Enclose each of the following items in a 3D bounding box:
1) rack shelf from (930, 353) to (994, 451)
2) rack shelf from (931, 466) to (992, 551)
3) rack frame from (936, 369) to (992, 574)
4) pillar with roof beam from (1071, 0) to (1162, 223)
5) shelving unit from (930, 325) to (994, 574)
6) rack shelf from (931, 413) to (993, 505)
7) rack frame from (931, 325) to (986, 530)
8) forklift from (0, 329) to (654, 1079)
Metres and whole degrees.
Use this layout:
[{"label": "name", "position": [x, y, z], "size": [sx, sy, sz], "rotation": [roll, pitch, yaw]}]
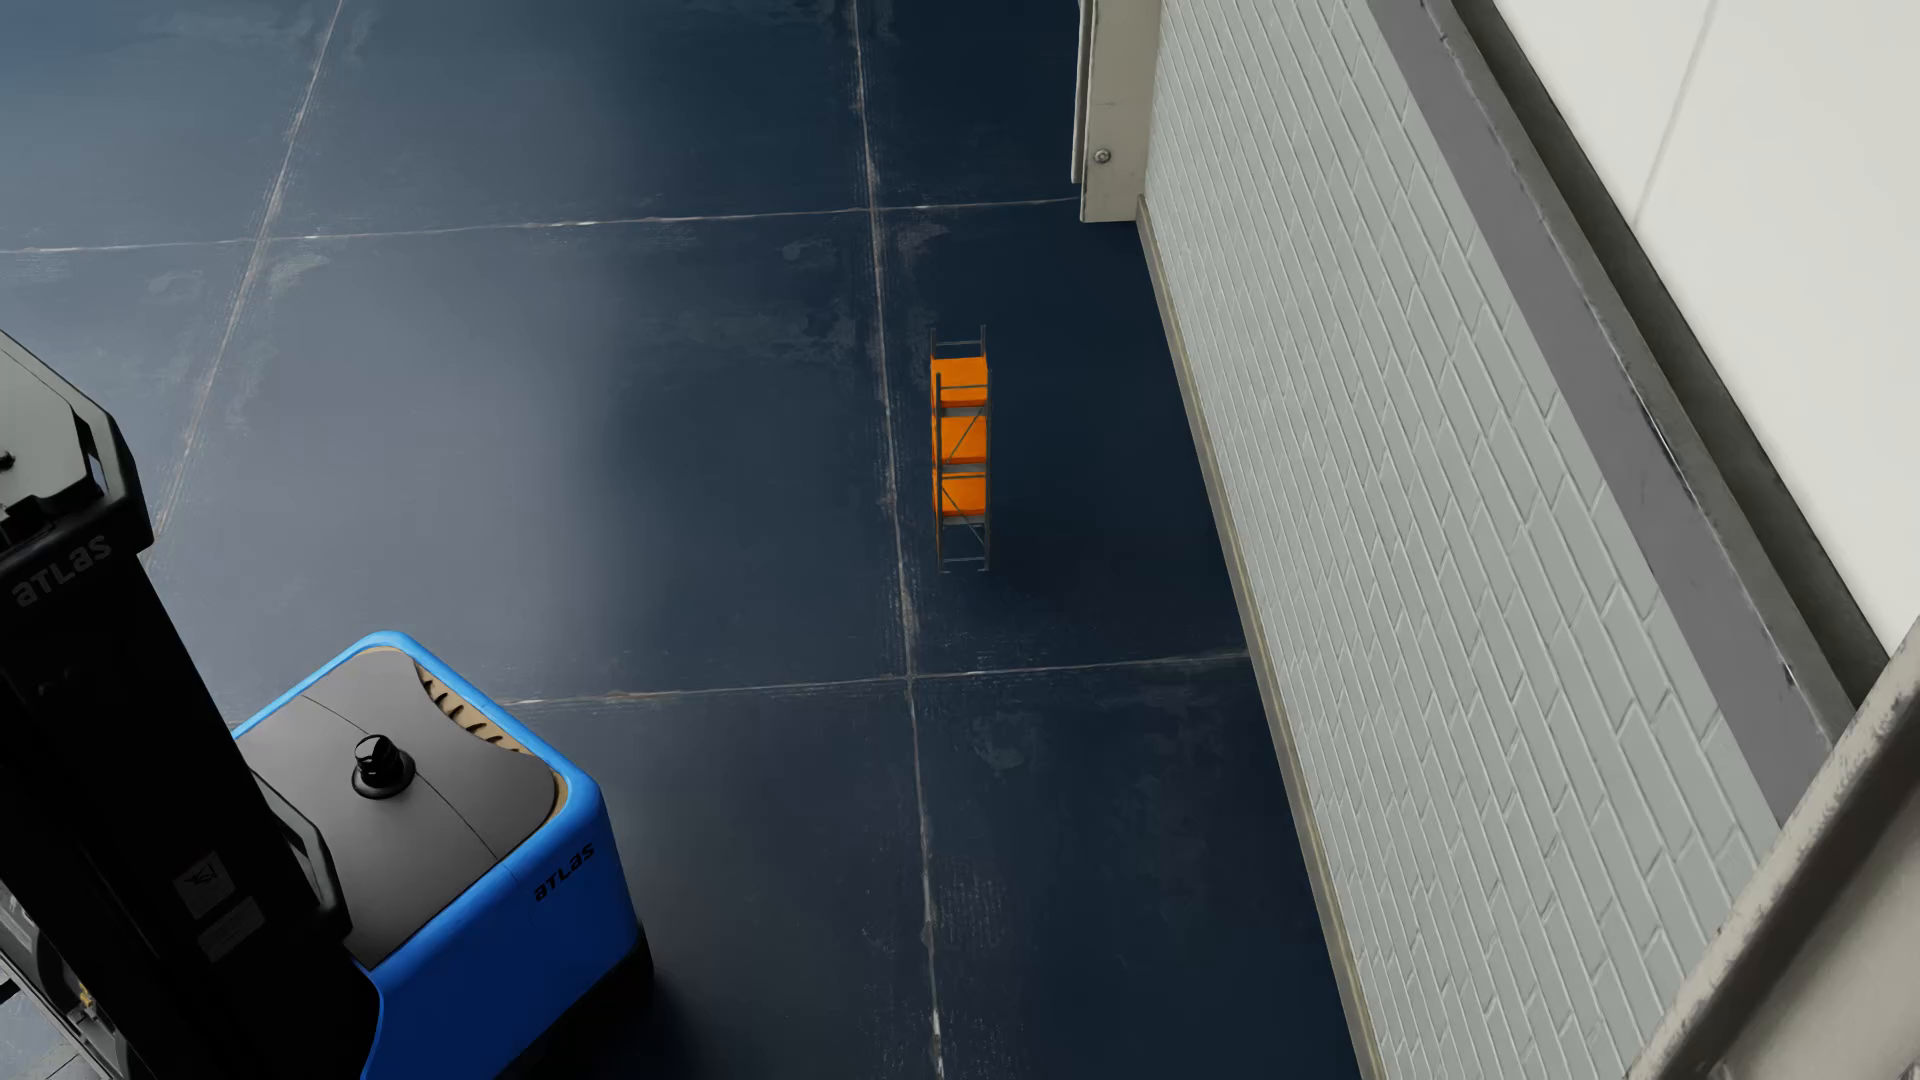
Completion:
[{"label": "rack shelf", "position": [0.004, -0.510, 6.134], "size": [0.215, 0.259, 0.240], "rotation": [-3, 47, -3]}, {"label": "rack shelf", "position": [0.004, -0.124, 6.542], "size": [0.215, 0.259, 0.240], "rotation": [-3, 47, -3]}, {"label": "rack frame", "position": [0.015, -0.234, 6.249], "size": [0.200, 1.050, 0.008], "rotation": [-3, 47, -3]}, {"label": "pillar with roof beam", "position": [-3.552, -4.558, 4.869], "size": [9.100, 9.000, 0.400], "rotation": [-3, 47, -3]}, {"label": "shelving unit", "position": [0.004, -0.322, 6.332], "size": [0.215, 1.050, 0.252], "rotation": [-3, 47, -3]}, {"label": "rack shelf", "position": [0.004, -0.315, 6.340], "size": [0.215, 0.259, 0.240], "rotation": [-3, 47, -3]}, {"label": "rack frame", "position": [-0.006, -0.411, 6.416], "size": [0.200, 1.050, 0.008], "rotation": [-3, 47, -3]}, {"label": "forklift", "position": [-2.307, 1.027, 3.758], "size": [1.130, 2.935, 3.031], "rotation": [31, 54, 26]}]
